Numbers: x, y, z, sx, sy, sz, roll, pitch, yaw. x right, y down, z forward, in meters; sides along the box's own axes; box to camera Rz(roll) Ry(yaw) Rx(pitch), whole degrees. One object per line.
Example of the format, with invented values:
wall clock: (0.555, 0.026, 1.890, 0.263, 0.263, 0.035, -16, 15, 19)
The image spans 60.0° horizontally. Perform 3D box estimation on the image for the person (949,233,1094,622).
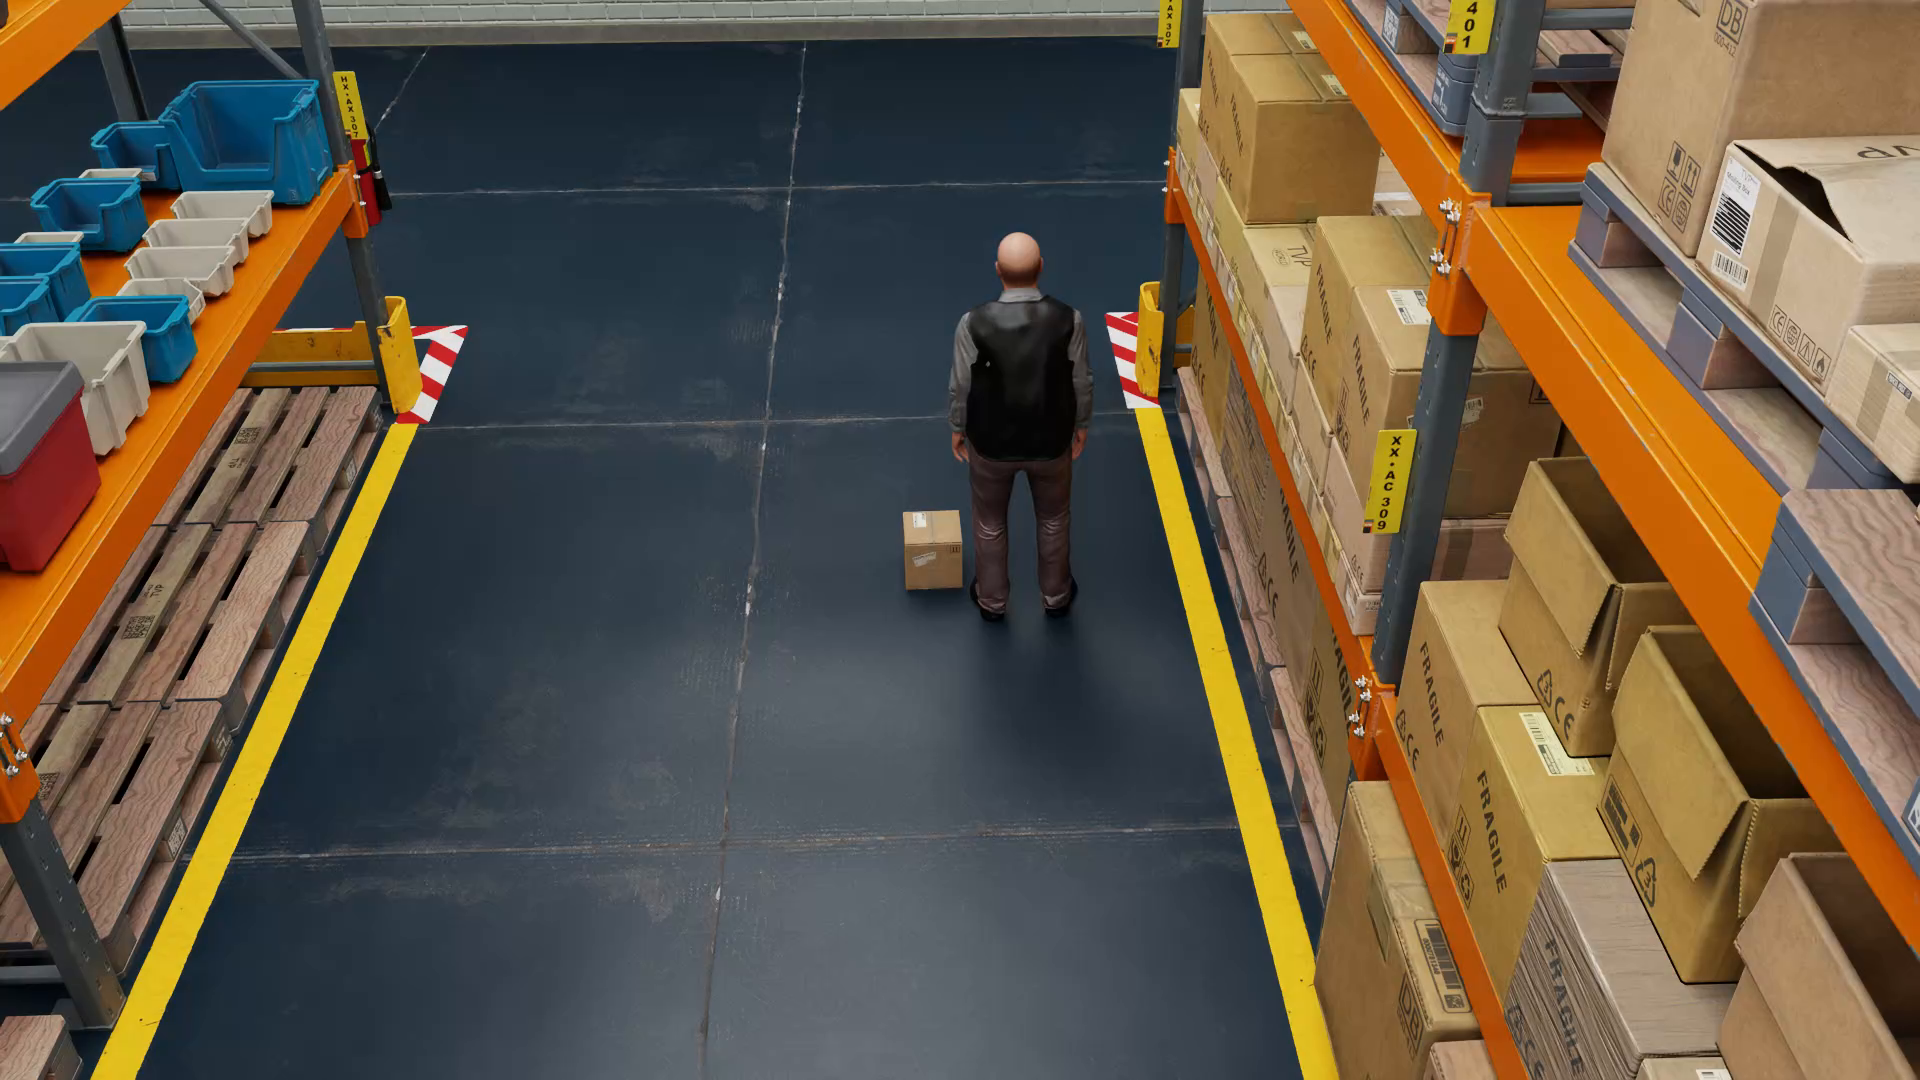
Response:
person: (0.245, -0.410, 6.751, 0.580, 1.721, 0.415, -2, 35, -2)
